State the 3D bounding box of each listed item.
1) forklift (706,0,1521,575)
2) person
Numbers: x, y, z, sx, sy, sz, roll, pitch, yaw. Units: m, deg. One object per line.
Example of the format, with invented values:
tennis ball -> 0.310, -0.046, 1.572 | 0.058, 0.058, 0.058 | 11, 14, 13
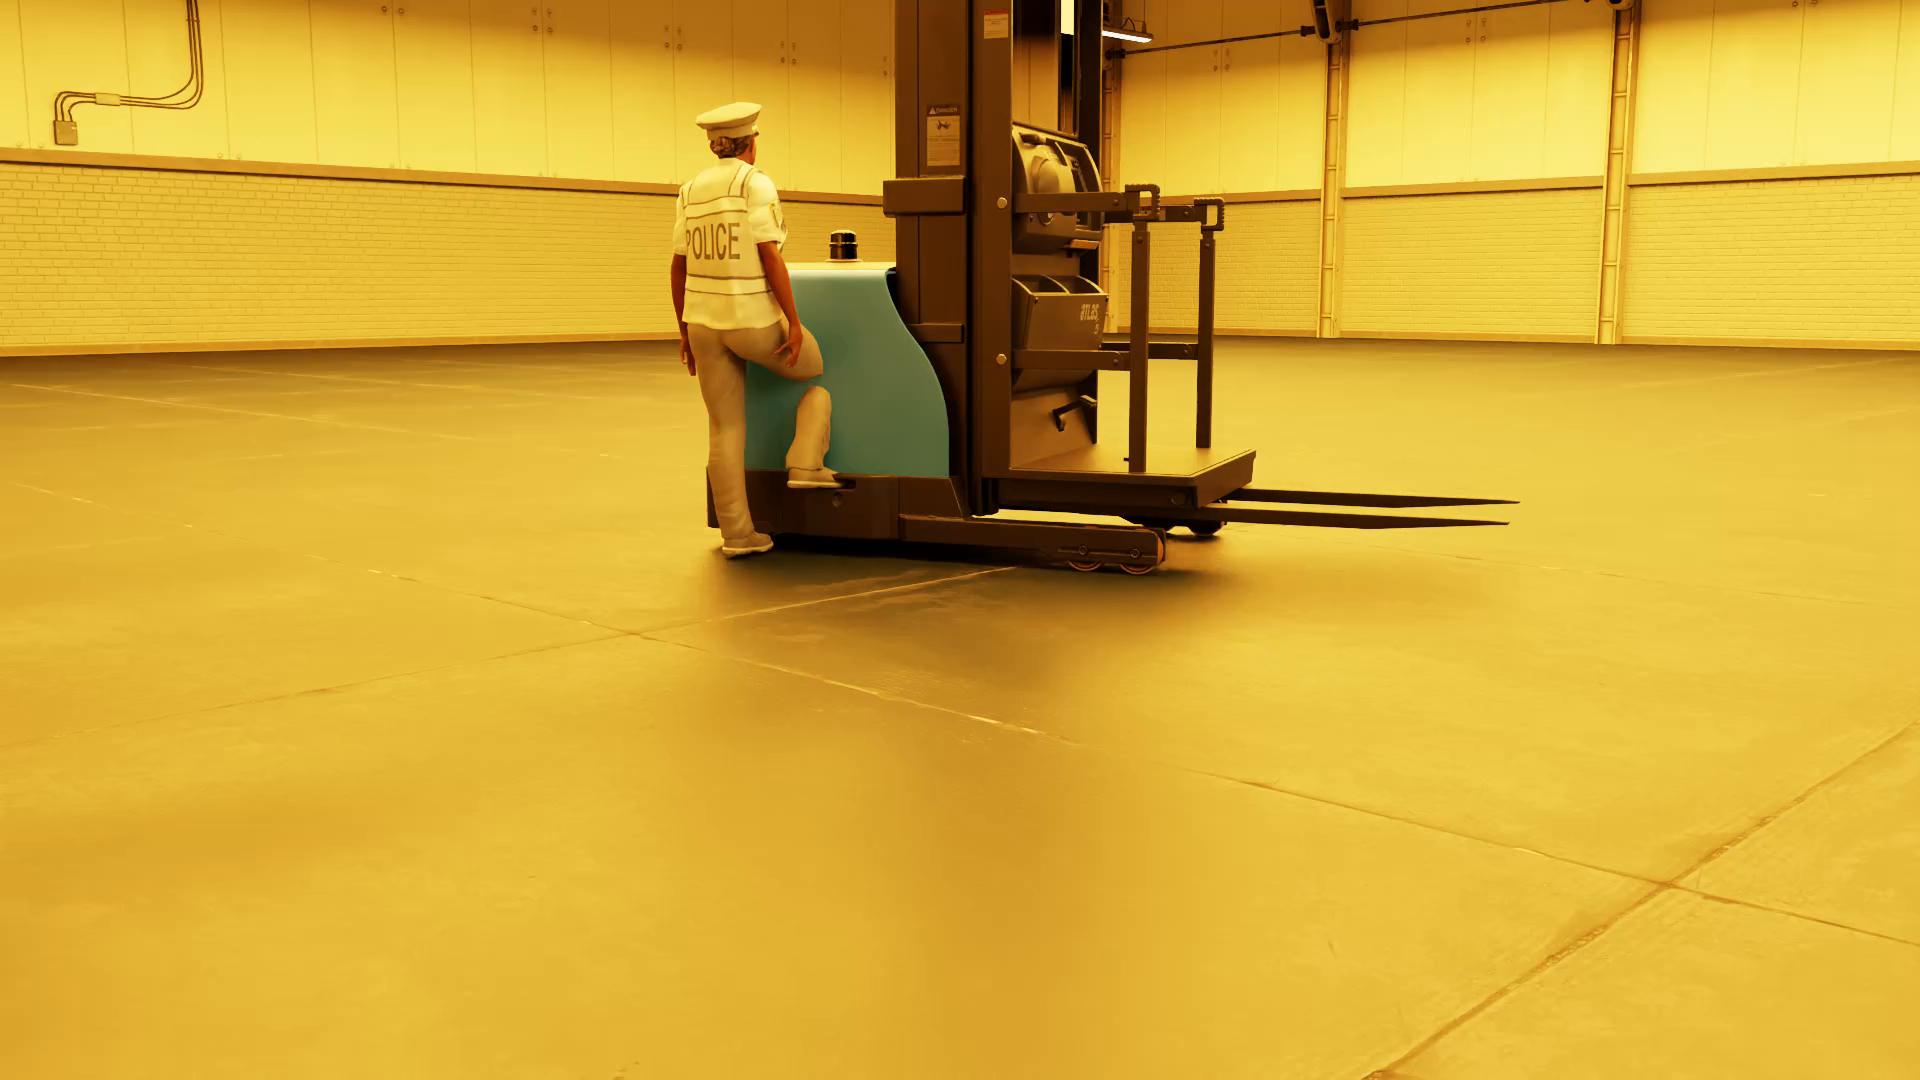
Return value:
forklift -> 0.565, -1.416, 6.275 | 3.031, 2.935, 1.130 | 3, 9, 22
person -> -0.751, -0.786, 6.243 | 0.572, 1.680, 0.567 | 5, 10, 29
